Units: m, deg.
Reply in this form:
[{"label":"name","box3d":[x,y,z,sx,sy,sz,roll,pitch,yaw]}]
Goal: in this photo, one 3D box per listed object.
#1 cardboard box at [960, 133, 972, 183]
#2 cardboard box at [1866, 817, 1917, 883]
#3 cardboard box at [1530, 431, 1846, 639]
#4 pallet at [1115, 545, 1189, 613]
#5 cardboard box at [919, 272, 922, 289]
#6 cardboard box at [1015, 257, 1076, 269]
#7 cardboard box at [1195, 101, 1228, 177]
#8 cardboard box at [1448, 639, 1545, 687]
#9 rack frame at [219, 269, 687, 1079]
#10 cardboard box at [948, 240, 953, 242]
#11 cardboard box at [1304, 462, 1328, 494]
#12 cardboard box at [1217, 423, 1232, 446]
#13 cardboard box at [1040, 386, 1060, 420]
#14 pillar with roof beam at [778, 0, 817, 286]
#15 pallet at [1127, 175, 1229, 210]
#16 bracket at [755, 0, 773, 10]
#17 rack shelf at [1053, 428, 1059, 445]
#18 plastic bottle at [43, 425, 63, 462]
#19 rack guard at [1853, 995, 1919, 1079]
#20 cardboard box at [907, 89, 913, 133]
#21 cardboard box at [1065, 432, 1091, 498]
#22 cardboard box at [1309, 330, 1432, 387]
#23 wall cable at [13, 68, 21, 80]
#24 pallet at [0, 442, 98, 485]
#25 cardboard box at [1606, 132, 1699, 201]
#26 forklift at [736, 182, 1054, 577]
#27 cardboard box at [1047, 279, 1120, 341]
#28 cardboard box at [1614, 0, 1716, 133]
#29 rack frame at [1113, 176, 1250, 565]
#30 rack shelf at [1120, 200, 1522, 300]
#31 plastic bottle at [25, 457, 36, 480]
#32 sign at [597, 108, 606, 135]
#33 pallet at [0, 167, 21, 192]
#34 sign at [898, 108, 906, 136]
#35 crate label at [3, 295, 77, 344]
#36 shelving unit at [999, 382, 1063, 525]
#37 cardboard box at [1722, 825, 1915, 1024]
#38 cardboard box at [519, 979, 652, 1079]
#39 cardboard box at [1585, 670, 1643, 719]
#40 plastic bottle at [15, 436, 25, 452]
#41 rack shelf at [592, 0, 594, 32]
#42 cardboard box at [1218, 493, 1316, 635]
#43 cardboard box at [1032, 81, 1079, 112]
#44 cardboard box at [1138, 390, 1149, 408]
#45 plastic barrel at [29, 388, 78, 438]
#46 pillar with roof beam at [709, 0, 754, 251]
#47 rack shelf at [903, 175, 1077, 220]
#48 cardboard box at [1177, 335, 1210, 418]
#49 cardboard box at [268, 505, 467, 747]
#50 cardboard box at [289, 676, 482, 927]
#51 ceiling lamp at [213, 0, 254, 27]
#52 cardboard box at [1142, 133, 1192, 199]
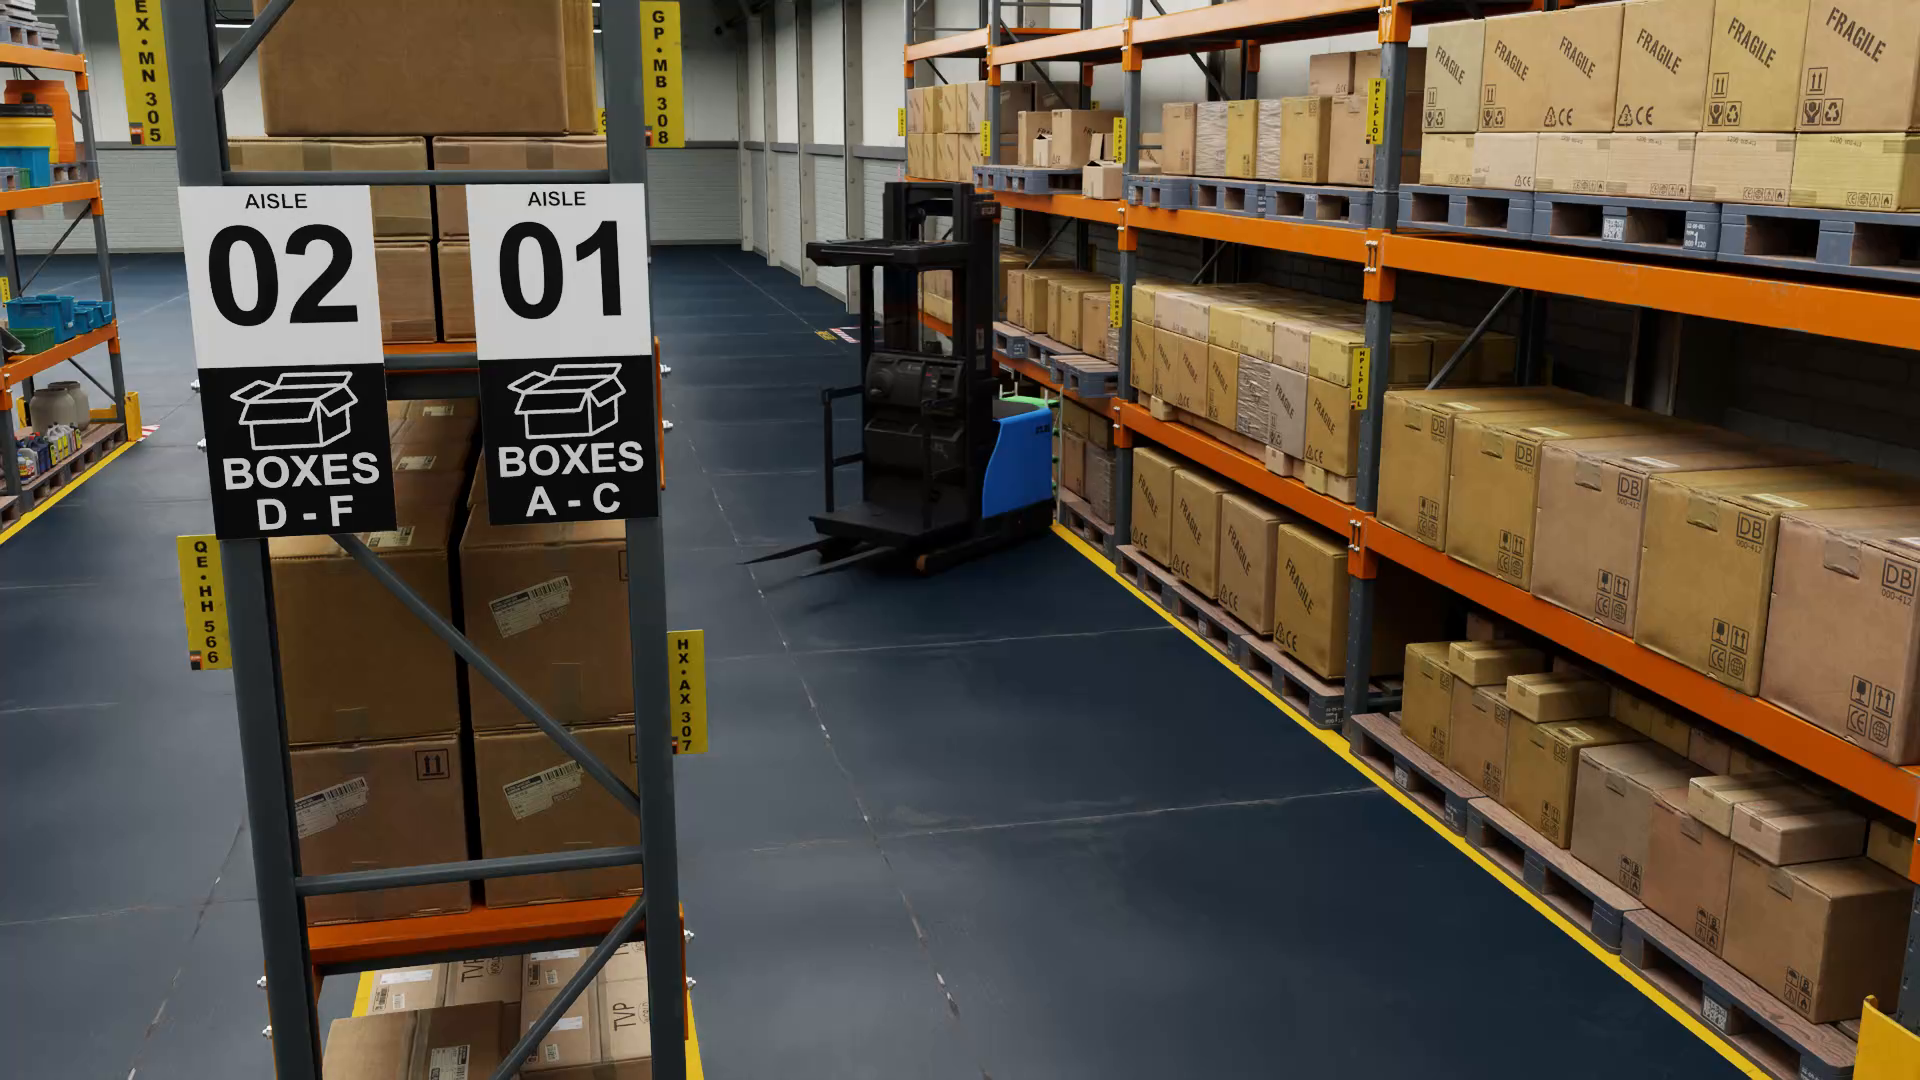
[{"label":"cardboard box","box3d":[0.310,-3.944,17.176,0.500,0.500,0.500,-5,14,-18]},{"label":"cardboard box","box3d":[3.556,1.117,6.050,0.380,0.149,0.250,-3,14,-13]},{"label":"cardboard box","box3d":[3.112,-0.046,7.164,0.980,0.700,0.700,-4,14,-16]},{"label":"pallet","box3d":[1.827,0.255,12.438,1.003,0.211,1.213,-3,14,-13]},{"label":"cardboard box","box3d":[-0.238,-3.191,19.361,0.500,0.500,0.500,-3,14,-13]},{"label":"cardboard box","box3d":[0.868,-2.629,17.063,0.500,0.500,0.500,-4,14,-14]},{"label":"cardboard box","box3d":[2.060,-2.777,11.515,0.700,0.500,0.500,-4,14,-16]},{"label":"cardboard box","box3d":[2.633,0.600,8.167,0.380,0.149,0.250,-3,14,-11]},{"label":"rack frame","box3d":[-1.220,0.837,4.181,1.000,3.000,0.127,-3,14,-13]},{"label":"cardboard box","box3d":[0.153,-3.335,19.952,0.500,0.500,0.500,-3,14,-14]},{"label":"cardboard box","box3d":[2.218,-0.369,9.606,0.380,0.149,0.250,-3,14,-12]},{"label":"cardboard box","box3d":[1.938,-0.731,11.086,0.380,0.149,0.250,-3,14,-13]},{"label":"cardboard box","box3d":[1.071,-1.302,15.695,0.500,0.250,0.500,-4,14,-14]},{"label":"pillar with roof beam","box3d":[-7.571,-9.845,35.261,9.100,9.000,0.548,-3,14,-13]},{"label":"pallet","box3d":[1.918,-2.505,11.939,1.213,0.211,1.003,-3,14,-11]},{"label":"bracket","box3d":[-4.438,-12.507,38.576,0.076,0.066,4.783,-3,14,-13]},{"label":"rack shelf","box3d":[0.605,-0.910,14.372,0.480,0.148,0.258,11,16,38]},{"label":"plastic bottle","box3d":[-8.785,-0.934,16.084,0.144,0.351,0.185,-3,14,-14]},{"label":"rack guard","box3d":[3.599,1.780,5.588,1.175,0.500,0.348,-3,14,-13]},{"label":"cardboard box","box3d":[-0.309,-5.030,19.514,0.500,0.500,0.500,-4,14,-17]},{"label":"cardboard box","box3d":[1.343,-0.686,14.756,0.700,0.500,0.500,-3,14,-13]},{"label":"cardboard box","box3d":[2.296,-1.023,9.335,0.500,0.250,0.500,-3,14,-12]},{"label":"wall cable","box3d":[-26.998,-14.028,45.219,2.305,6.003,0.169,-3,14,-13]},{"label":"pallet","box3d":[-9.262,-0.741,16.514,1.003,0.211,1.213,-3,14,-13]},{"label":"cardboard box","box3d":[2.913,-1.471,6.527,0.500,0.250,0.500,-4,14,-15]},{"label":"forklift","box3d":[-0.490,-1.281,12.995,1.130,2.935,3.031,10,17,36]},{"label":"cardboard box","box3d":[1.171,-2.072,14.949,0.700,0.500,0.500,-1,14,-5]},{"label":"cardboard box","box3d":[2.919,-1.831,6.420,0.500,0.500,0.500,-4,14,-16]},{"label":"rack frame","box3d":[1.715,-1.285,12.868,1.000,3.000,0.127,-3,14,-13]},{"label":"rack shelf","box3d":[2.185,-1.932,10.709,1.077,0.370,4.000,-3,14,-13]},{"label":"plastic bottle","box3d":[-8.551,-0.655,15.258,0.097,0.201,0.097,0,14,0]},{"label":"sign","box3d":[-1.634,-1.826,7.671,0.100,0.325,0.005,-3,14,-13]},{"label":"pallet","box3d":[-9.119,-3.182,14.711,1.213,0.211,1.003,-3,14,-13]},{"label":"sign","box3d":[-0.691,-4.982,19.839,0.100,0.325,0.005,-3,14,-13]},{"label":"crate label","box3d":[-9.099,-2.186,16.482,0.502,0.435,0.616,-3,14,-13]},{"label":"shelving unit","box3d":[0.602,-0.738,14.411,0.503,1.200,0.258,11,16,38]},{"label":"cardboard box","box3d":[3.332,1.414,6.199,0.700,0.500,0.500,-3,14,-13]},{"label":"cardboard box","box3d":[-1.190,1.702,5.505,0.500,0.250,0.500,-3,14,-13]},{"label":"cardboard box","box3d":[3.136,0.707,7.729,0.380,0.149,0.250,-3,14,-13]},{"label":"plastic bottle","box3d":[-8.781,-0.784,15.471,0.144,0.351,0.185,-3,14,-13]},{"label":"rack shelf","box3d":[-2.630,-2.918,9.267,1.077,0.370,4.000,-3,14,-13]},{"label":"cardboard box","box3d":[2.164,0.130,10.719,0.750,0.750,0.750,-3,14,-11]},{"label":"cardboard box","box3d":[0.938,-4.338,16.684,0.500,0.500,0.500,-3,14,-12]},{"label":"cardboard box","box3d":[1.567,-1.084,12.532,0.380,0.149,0.250,-3,14,-14]},{"label":"plastic barrel","box3d":[-9.447,-1.311,17.330,0.421,0.512,0.421,0,14,0]},{"label":"pillar with roof beam","box3d":[-10.389,-12.613,46.592,9.100,9.000,0.548,-3,14,-13]},{"label":"rack shelf","box3d":[0.306,-3.777,18.263,1.077,0.370,4.000,-3,14,-13]},{"label":"cardboard box","box3d":[1.810,-1.126,11.336,0.500,0.500,0.500,-3,14,-13]},{"label":"cardboard box","box3d":[-1.592,0.215,4.408,0.500,0.500,0.500,-3,14,-14]},{"label":"cardboard box","box3d":[-1.590,0.700,4.530,0.500,0.500,0.500,-3,14,-11]},{"label":"ceiling lamp","box3d":[-17.253,-14.111,40.427,2.000,3.185,0.800,-3,14,-13]},{"label":"cardboard box","box3d":[1.769,-2.980,13.230,0.500,0.500,0.500,-3,14,-13]}]
